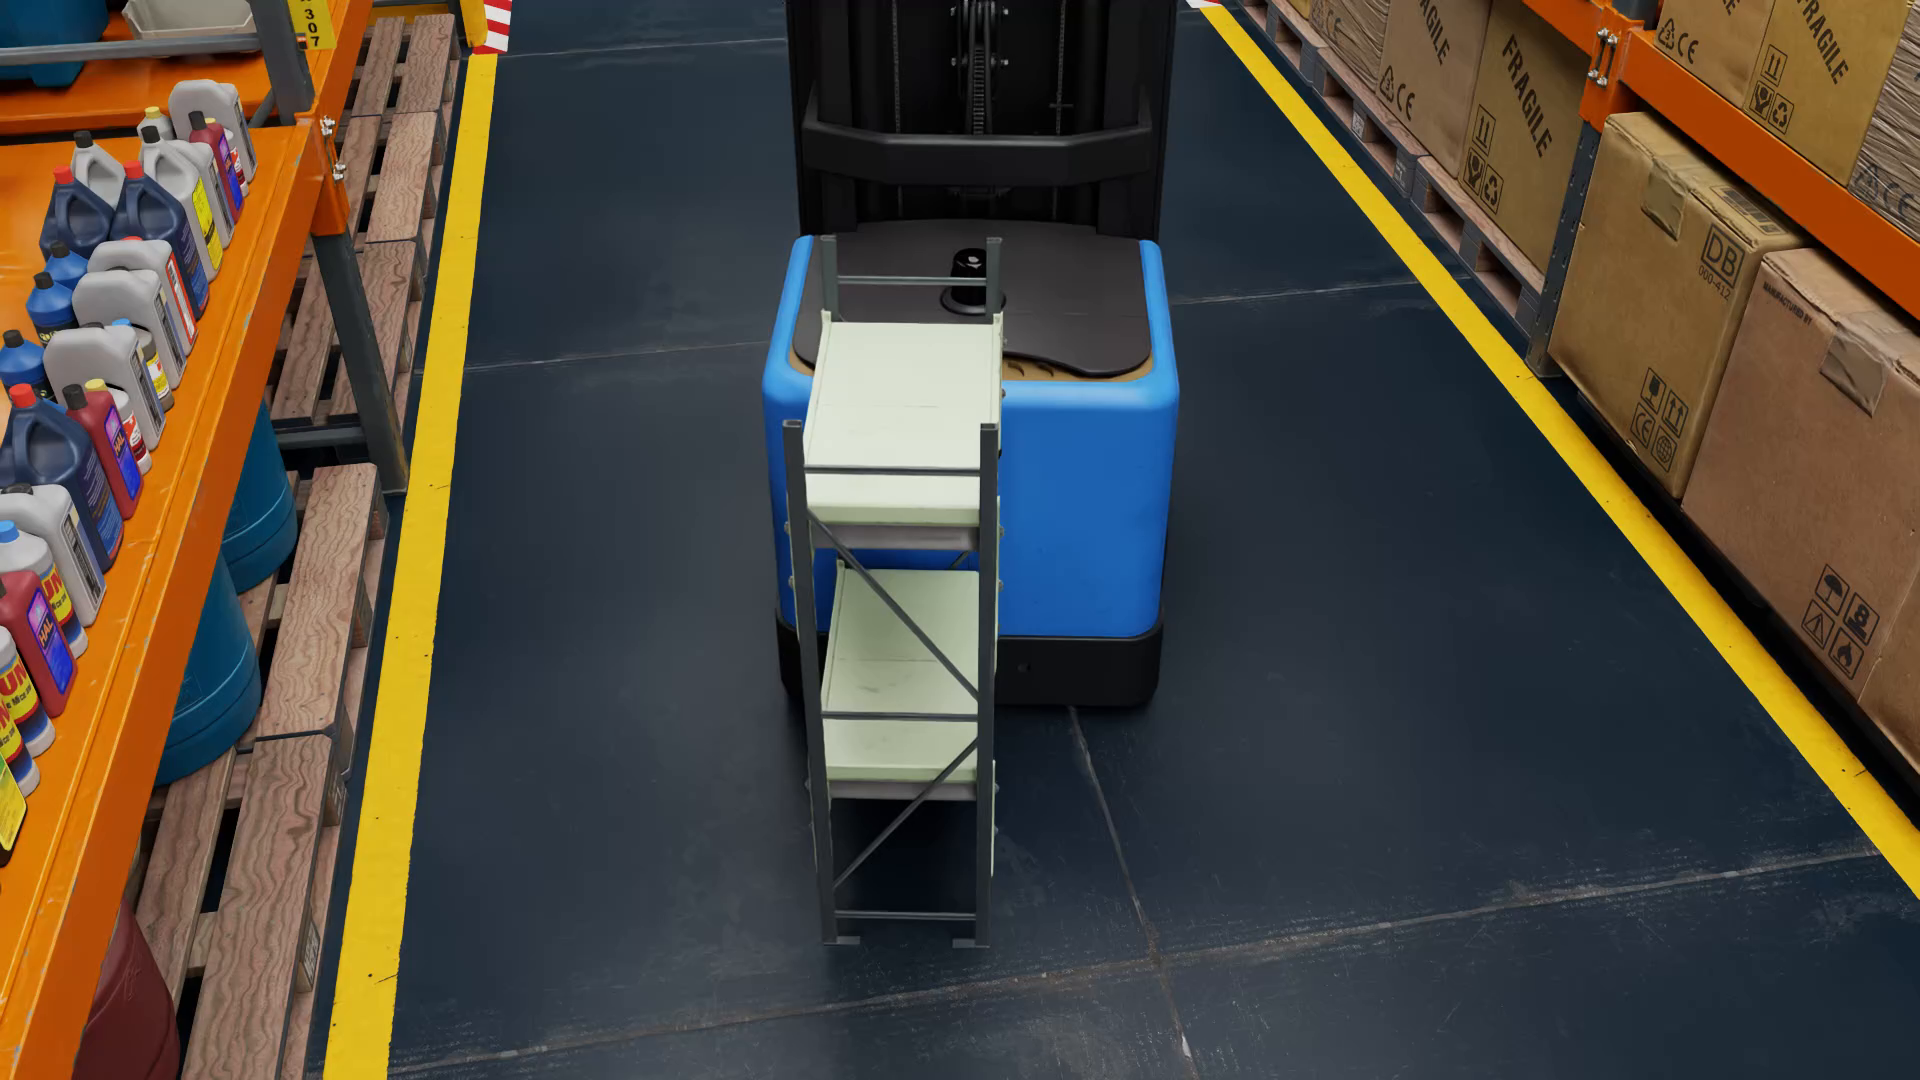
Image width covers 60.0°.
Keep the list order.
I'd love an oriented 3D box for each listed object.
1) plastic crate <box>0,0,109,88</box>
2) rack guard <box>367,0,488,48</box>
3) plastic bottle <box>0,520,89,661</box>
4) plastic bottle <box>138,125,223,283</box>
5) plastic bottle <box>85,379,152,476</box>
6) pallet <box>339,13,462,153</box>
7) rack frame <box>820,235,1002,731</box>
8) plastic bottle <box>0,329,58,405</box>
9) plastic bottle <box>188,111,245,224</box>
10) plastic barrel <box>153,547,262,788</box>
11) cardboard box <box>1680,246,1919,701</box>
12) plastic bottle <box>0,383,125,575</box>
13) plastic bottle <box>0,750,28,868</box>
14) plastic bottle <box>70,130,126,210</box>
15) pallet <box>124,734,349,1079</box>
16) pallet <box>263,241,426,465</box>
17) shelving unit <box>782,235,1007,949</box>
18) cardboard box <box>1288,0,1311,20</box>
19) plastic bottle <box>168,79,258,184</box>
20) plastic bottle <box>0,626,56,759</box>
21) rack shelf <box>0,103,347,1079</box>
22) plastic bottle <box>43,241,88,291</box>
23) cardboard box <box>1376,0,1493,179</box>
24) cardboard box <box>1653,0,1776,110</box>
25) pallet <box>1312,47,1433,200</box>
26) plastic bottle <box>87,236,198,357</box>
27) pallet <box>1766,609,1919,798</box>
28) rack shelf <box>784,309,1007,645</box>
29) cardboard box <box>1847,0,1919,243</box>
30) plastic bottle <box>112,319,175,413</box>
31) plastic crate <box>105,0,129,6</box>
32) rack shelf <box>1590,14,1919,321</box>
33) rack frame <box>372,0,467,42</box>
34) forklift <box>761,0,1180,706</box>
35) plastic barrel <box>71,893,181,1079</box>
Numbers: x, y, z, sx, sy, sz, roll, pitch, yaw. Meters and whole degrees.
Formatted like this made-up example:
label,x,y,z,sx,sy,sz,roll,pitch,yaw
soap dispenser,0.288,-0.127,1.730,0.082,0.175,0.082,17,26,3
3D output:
label,x,y,z,sx,sy,sz,roll,pitch,yaw
plastic crate,-2.729,-1.579,4.801,0.392,0.384,0.575,-6,38,-8
rack guard,-3.030,-2.758,8.393,1.175,0.500,0.348,-6,38,-8
plastic bottle,-1.564,0.084,2.802,0.097,0.271,0.097,0,38,0
plastic bottle,-1.828,-0.777,3.845,0.144,0.351,0.185,-6,38,-8
plastic bottle,-1.660,-0.221,3.251,0.097,0.201,0.097,0,38,0
pallet,-2.906,-2.129,7.818,1.003,0.211,1.213,-6,38,-8
rack frame,-0.108,-0.070,4.118,0.400,1.500,0.023,1,38,1
plastic bottle,-1.827,-0.291,3.284,0.097,0.271,0.097,0,38,0
plastic bottle,-1.839,-0.932,4.100,0.061,0.283,0.133,-6,38,-8
plastic barrel,-2.109,0.105,4.038,0.600,0.901,0.708,-6,38,-8
cardboard box,2.854,-0.252,4.518,1.225,0.875,0.875,-7,38,-10
plastic bottle,-1.635,-0.111,2.988,0.144,0.351,0.185,-6,38,-8
plastic bottle,-1.468,0.345,2.456,0.061,0.283,0.133,-6,38,-8
plastic bottle,-1.970,-0.761,3.825,0.144,0.351,0.185,-6,38,-8
pallet,-2.000,0.994,3.798,1.003,0.211,1.213,-6,38,-8
pallet,-2.479,-0.655,5.921,1.003,0.211,1.213,-6,38,-8
shelving unit,-0.118,0.154,3.829,0.431,1.500,0.755,1,38,1
cardboard box,2.055,-3.214,8.331,0.875,0.875,0.875,-6,38,-8
plastic bottle,-1.924,-1.064,4.275,0.152,0.276,0.135,-6,38,-8
plastic bottle,-1.523,0.223,2.622,0.097,0.271,0.097,0,38,0
rack shelf,-1.961,0.176,3.165,1.077,0.370,4.000,-6,38,-8
plastic bottle,-1.891,-0.512,3.569,0.097,0.271,0.097,0,38,0
cardboard box,2.370,-2.126,6.932,0.875,0.875,0.875,-6,38,-8
cardboard box,2.399,-1.584,4.762,0.500,0.500,0.500,-6,38,-8
pallet,2.291,-1.954,7.593,1.003,0.211,1.213,-6,38,-8
plastic bottle,-1.772,-0.539,3.599,0.152,0.276,0.135,-6,38,-8
pallet,2.992,0.449,4.500,1.003,0.211,1.213,-6,38,-8
rack shelf,-0.118,-0.154,3.590,0.431,0.370,0.720,1,38,1
cardboard box,2.576,-0.978,3.982,0.500,0.500,0.500,-7,38,-9
plastic bottle,-1.701,-0.361,3.431,0.097,0.201,0.097,0,38,0
plastic crate,-2.772,-1.878,5.398,0.437,0.125,0.590,-6,38,-8
rack shelf,2.915,-0.357,3.851,1.077,0.370,4.000,-6,38,-8
rack frame,-3.013,-3.732,7.609,1.000,3.000,0.127,-6,38,-8
forklift,0.066,-1.581,4.896,1.130,2.935,3.031,1,38,1
plastic barrel,-1.911,0.911,3.256,0.600,0.588,0.708,-6,38,-8
